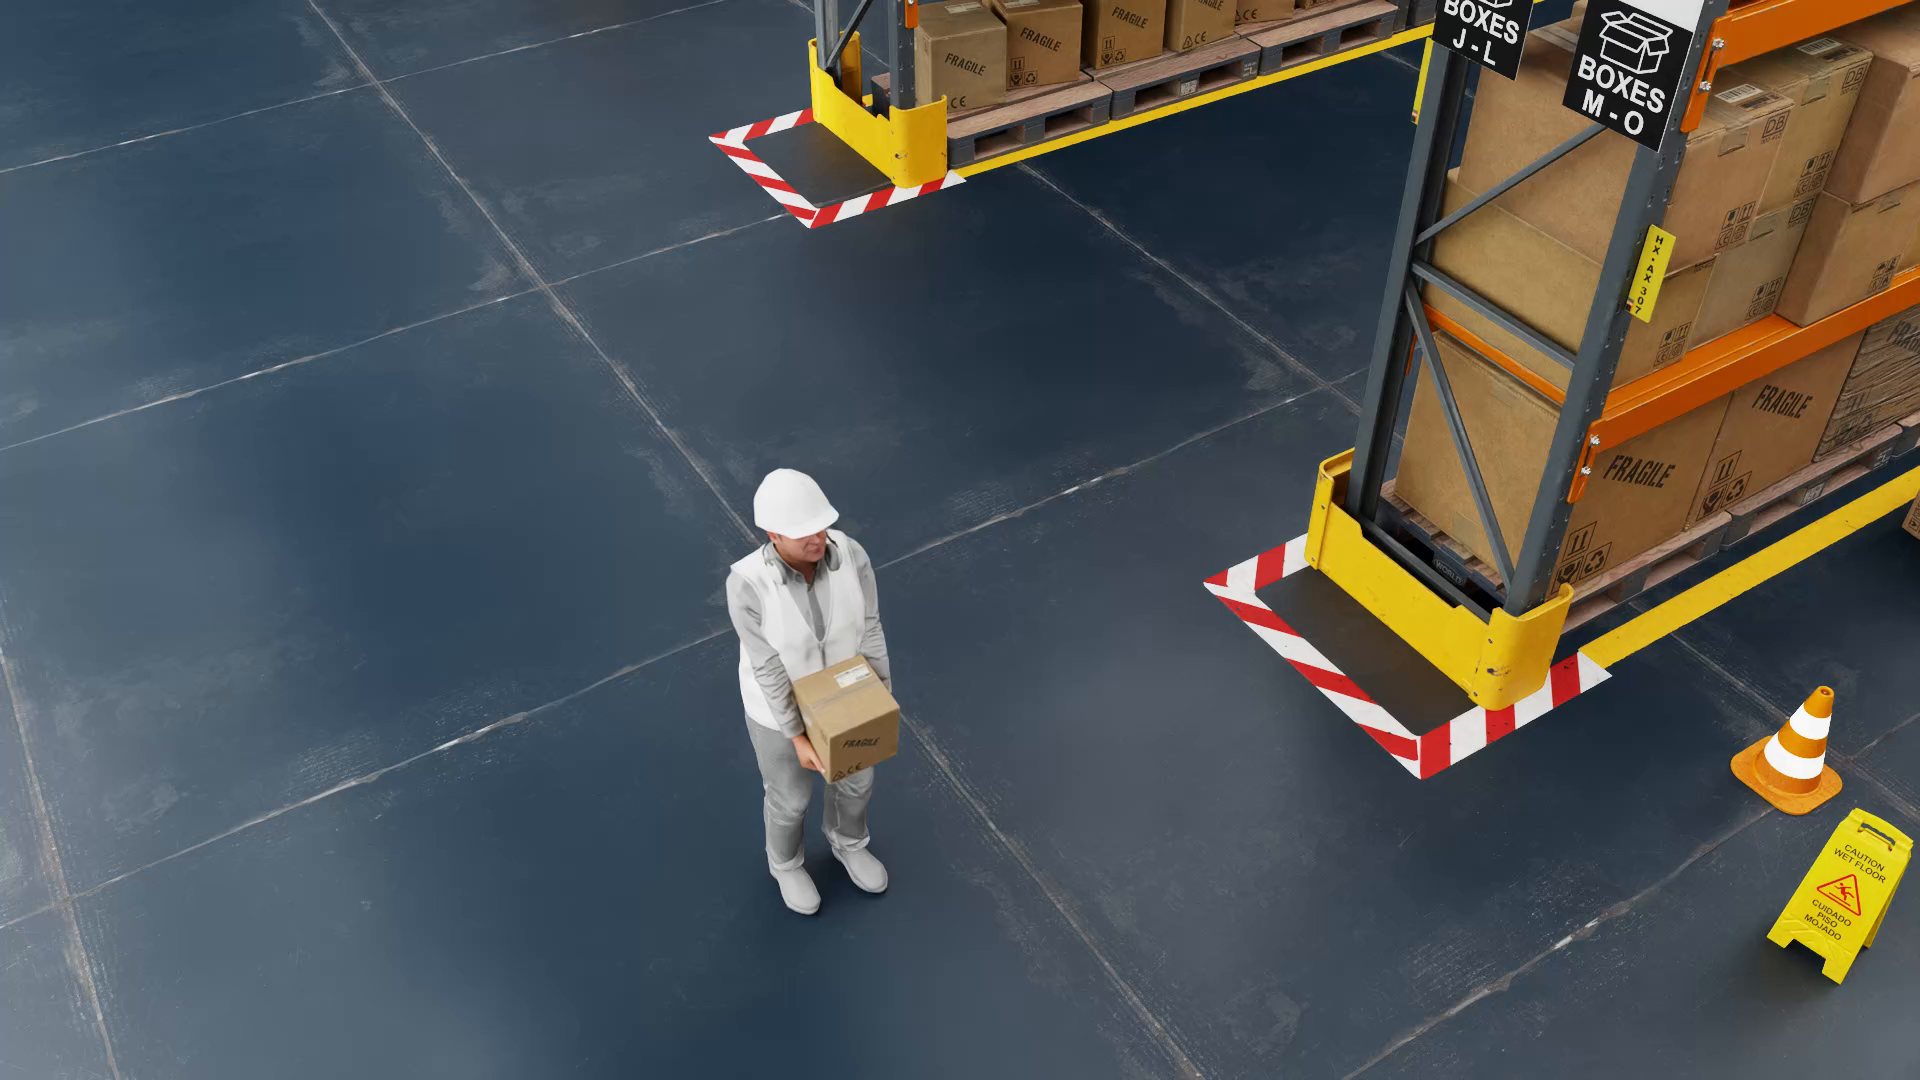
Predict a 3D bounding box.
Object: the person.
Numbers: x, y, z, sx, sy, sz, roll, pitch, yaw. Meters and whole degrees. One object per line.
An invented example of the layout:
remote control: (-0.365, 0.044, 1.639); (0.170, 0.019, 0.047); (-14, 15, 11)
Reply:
person: (-0.442, 0.562, 5.485); (0.494, 1.767, 0.553); (-22, 45, -24)
